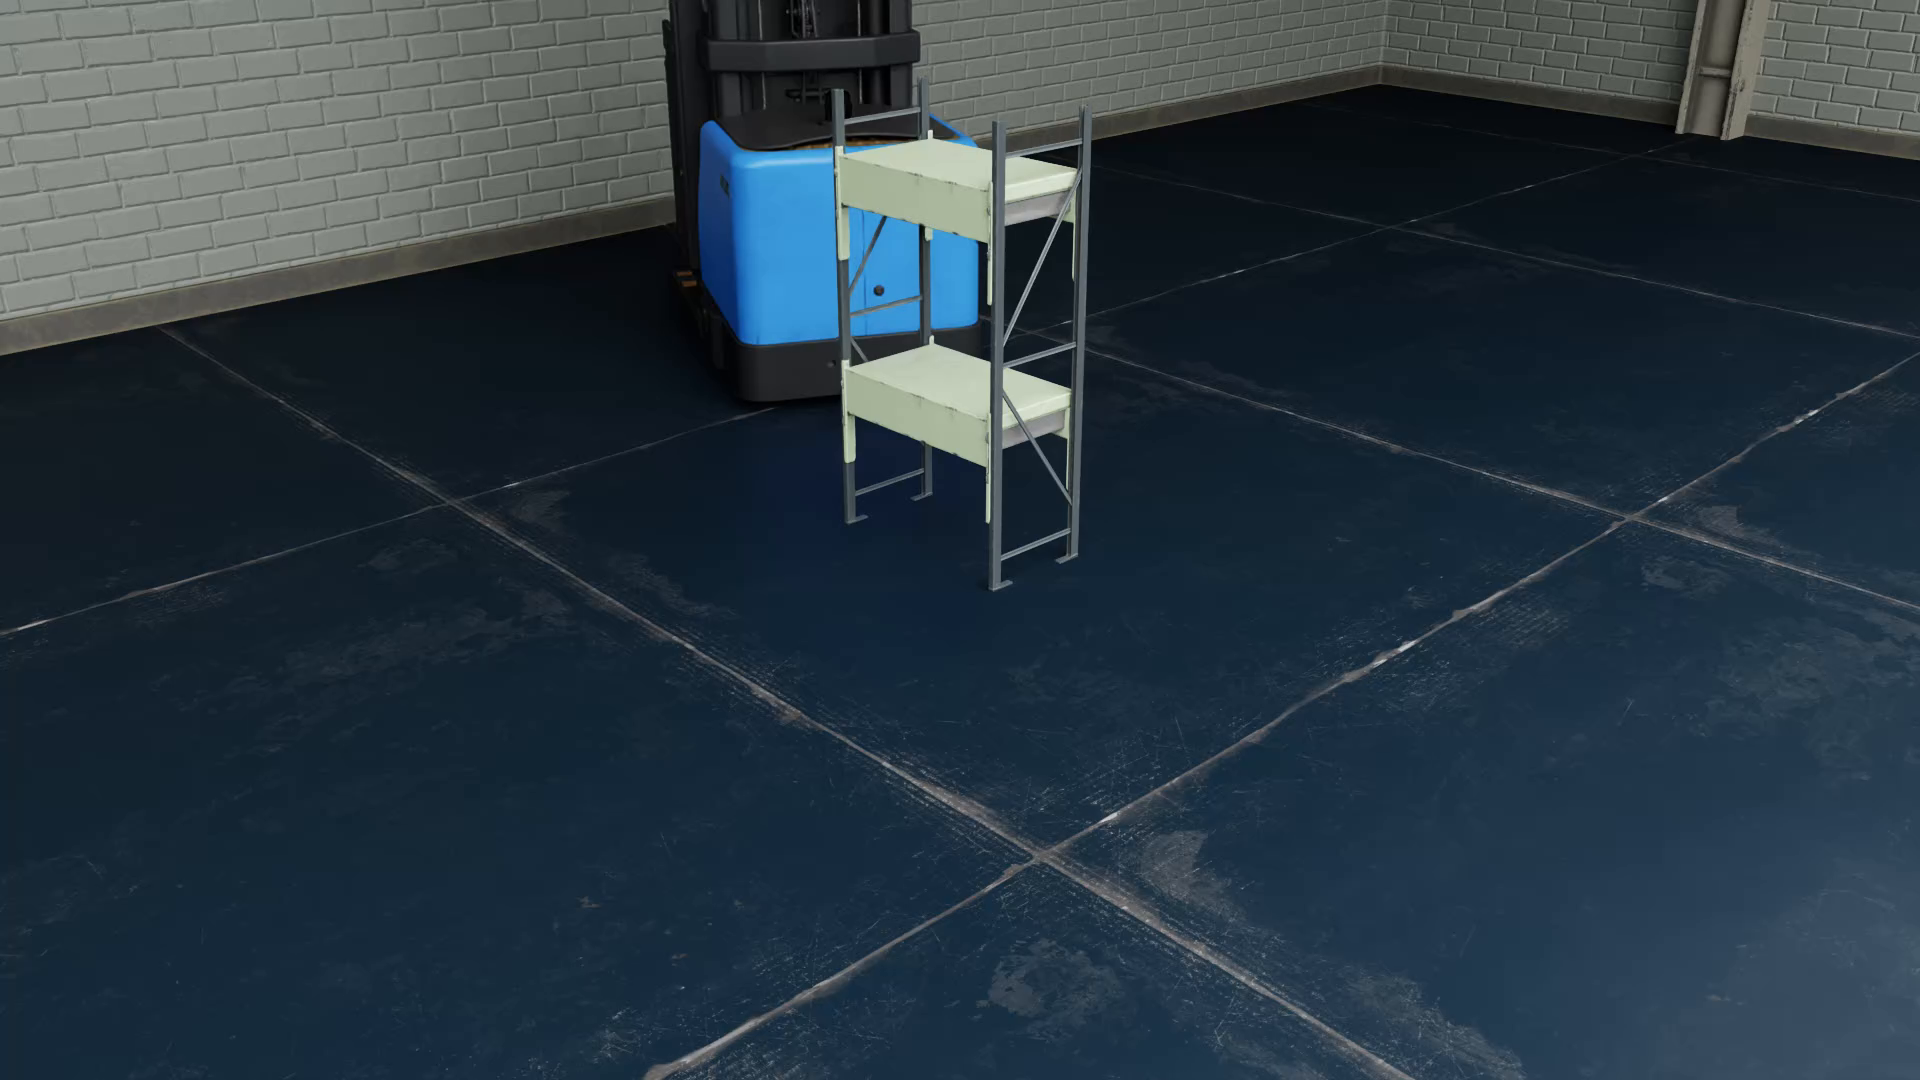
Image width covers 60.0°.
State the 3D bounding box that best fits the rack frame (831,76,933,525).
[{"bbox_3d":[-0.255,-0.795,5.686,0.400,1.500,0.023,-21,32,-38],"label":"rack frame"}]

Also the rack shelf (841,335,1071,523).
[{"bbox_3d":[-0.005,-0.388,5.578,0.431,0.370,0.720,-21,32,-38],"label":"rack shelf"}]

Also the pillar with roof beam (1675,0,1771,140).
[{"bbox_3d":[2.438,-5.897,7.834,9.100,9.000,0.400,-21,32,-38],"label":"pillar with roof beam"}]

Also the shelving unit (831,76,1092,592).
[{"bbox_3d":[-0.005,-0.684,5.443,0.431,1.500,0.755,-21,32,-38],"label":"shelving unit"}]

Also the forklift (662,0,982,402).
[{"bbox_3d":[-0.827,-2.486,7.668,1.130,2.935,3.031,-7,26,-15],"label":"forklift"}]

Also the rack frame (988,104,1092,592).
[{"bbox_3d":[0.246,-0.573,5.200,0.400,1.500,0.023,-21,32,-38],"label":"rack frame"}]

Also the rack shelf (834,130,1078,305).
[{"bbox_3d":[-0.005,-1.039,5.281,0.431,0.370,0.720,-21,32,-38],"label":"rack shelf"}]
